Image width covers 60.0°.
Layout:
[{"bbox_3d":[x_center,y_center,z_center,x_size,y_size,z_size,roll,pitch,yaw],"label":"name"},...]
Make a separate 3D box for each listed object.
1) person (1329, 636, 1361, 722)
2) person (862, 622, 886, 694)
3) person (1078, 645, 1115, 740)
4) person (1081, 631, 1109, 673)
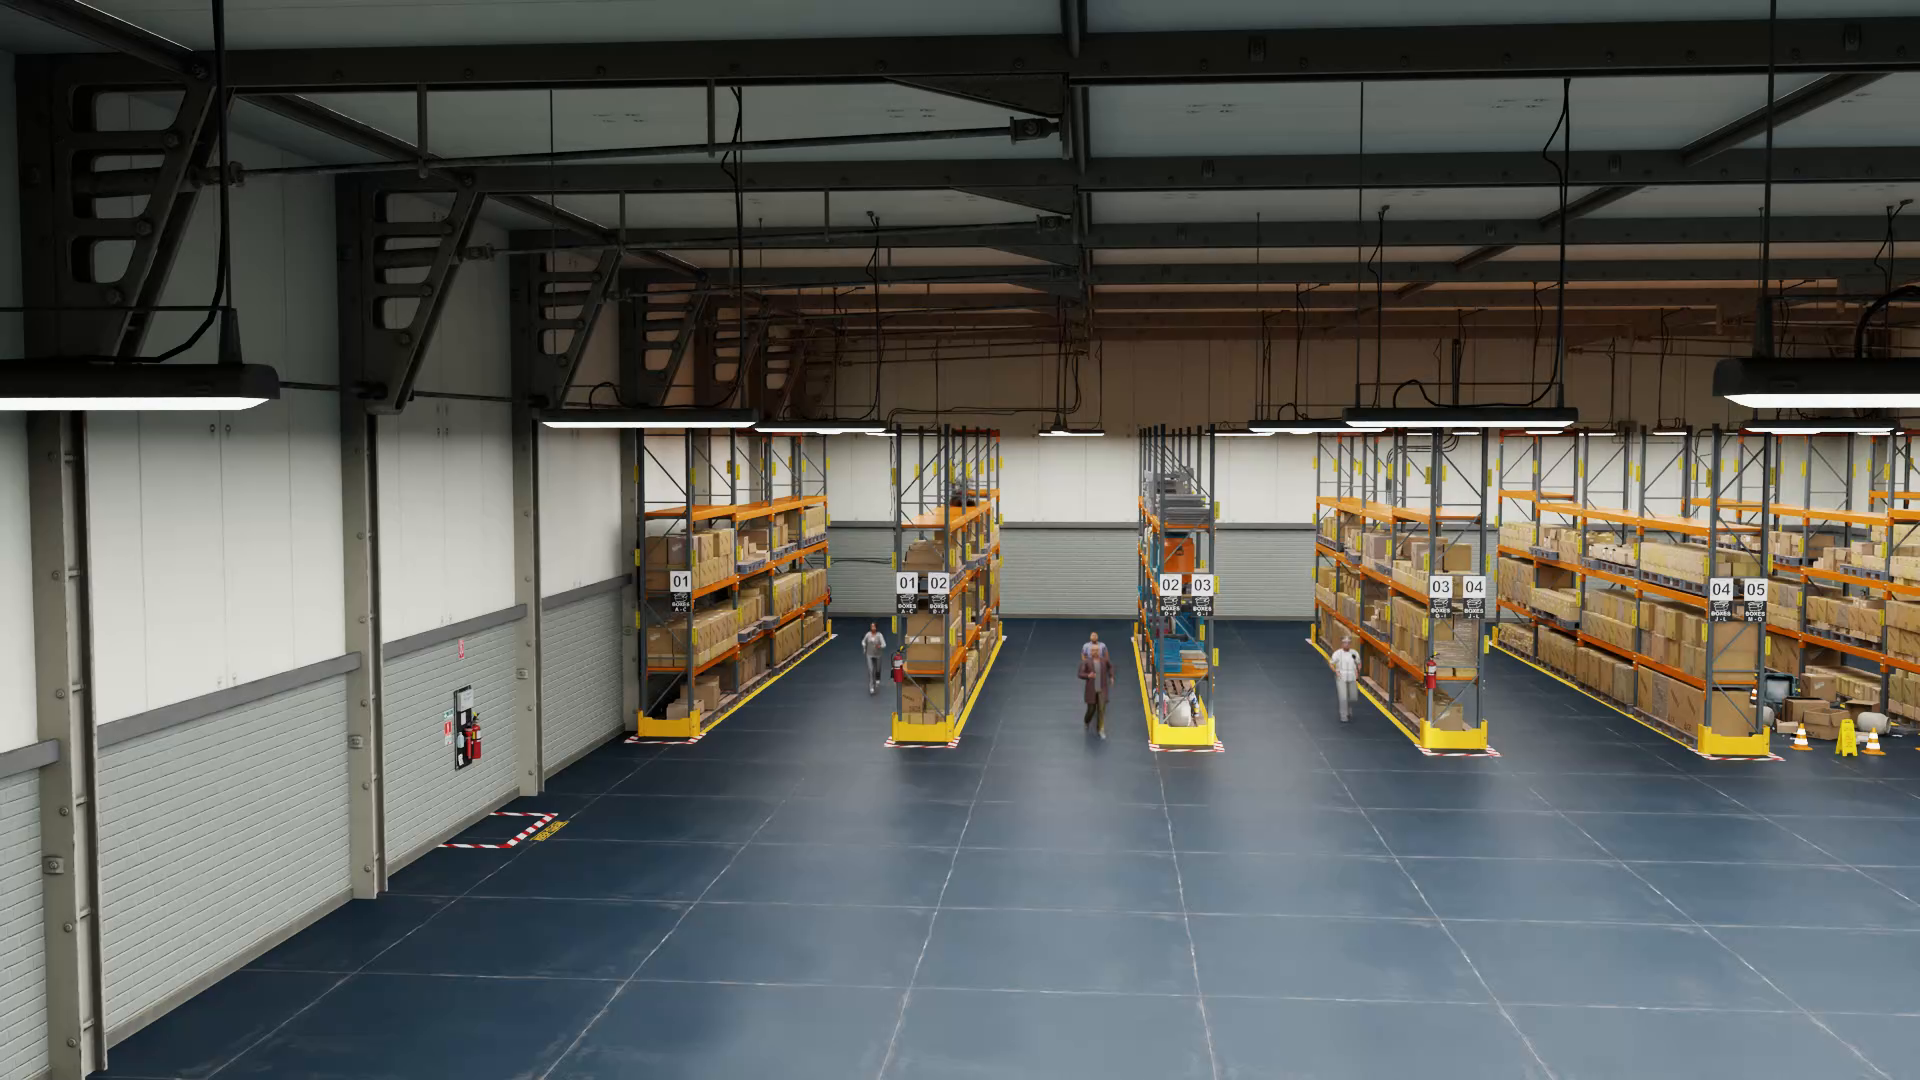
[{"bbox_3d":[7.828,2.799,33.736,0.661,1.731,0.628,0,3,3],"label":"person"},{"bbox_3d":[-1.943,2.635,37.457,0.543,1.576,0.877,0,3,-1],"label":"person"},{"bbox_3d":[2.625,2.886,31.897,0.729,1.733,1.129,0,3,-1],"label":"person"},{"bbox_3d":[2.872,2.756,35.411,0.591,1.618,0.576,0,3,4],"label":"person"}]
